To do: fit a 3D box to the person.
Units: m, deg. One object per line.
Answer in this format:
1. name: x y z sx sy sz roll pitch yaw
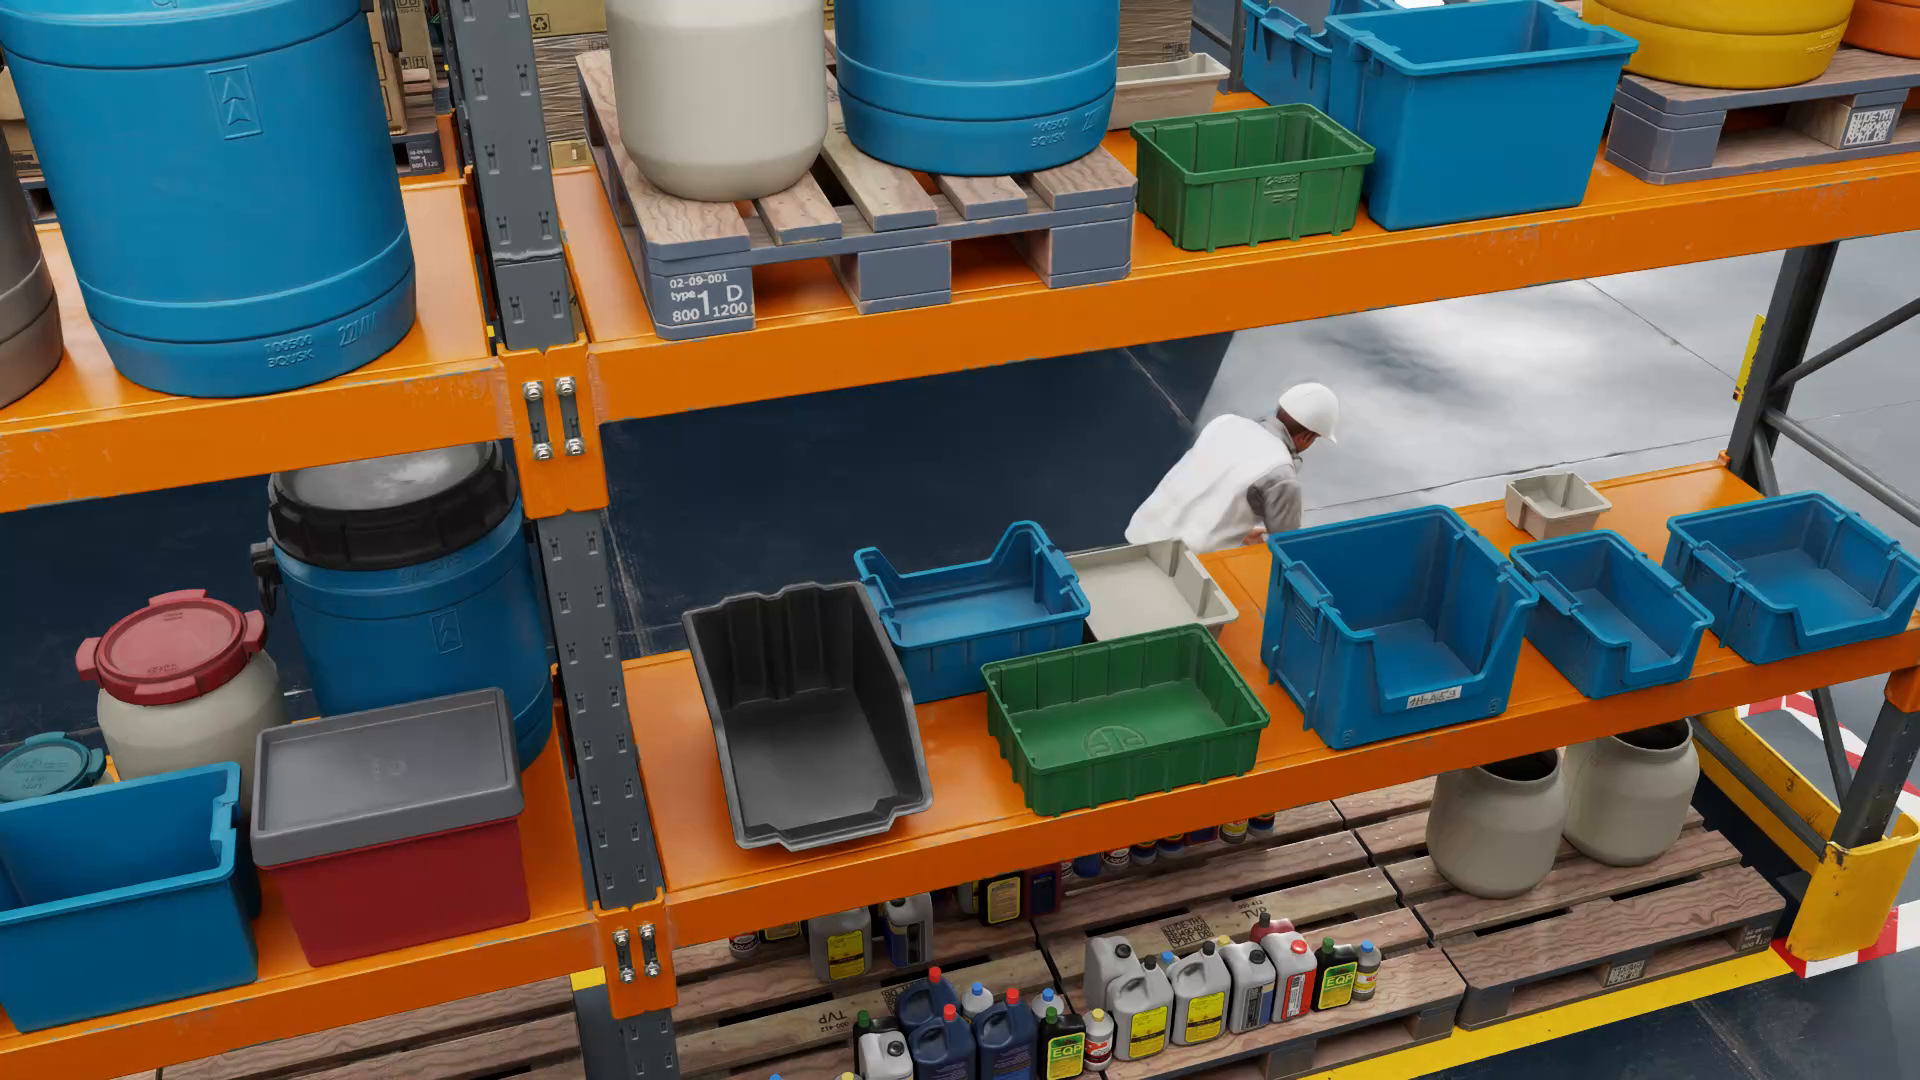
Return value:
1. person: 1.050 0.010 6.533 0.823 1.299 0.585 -10 35 -15
